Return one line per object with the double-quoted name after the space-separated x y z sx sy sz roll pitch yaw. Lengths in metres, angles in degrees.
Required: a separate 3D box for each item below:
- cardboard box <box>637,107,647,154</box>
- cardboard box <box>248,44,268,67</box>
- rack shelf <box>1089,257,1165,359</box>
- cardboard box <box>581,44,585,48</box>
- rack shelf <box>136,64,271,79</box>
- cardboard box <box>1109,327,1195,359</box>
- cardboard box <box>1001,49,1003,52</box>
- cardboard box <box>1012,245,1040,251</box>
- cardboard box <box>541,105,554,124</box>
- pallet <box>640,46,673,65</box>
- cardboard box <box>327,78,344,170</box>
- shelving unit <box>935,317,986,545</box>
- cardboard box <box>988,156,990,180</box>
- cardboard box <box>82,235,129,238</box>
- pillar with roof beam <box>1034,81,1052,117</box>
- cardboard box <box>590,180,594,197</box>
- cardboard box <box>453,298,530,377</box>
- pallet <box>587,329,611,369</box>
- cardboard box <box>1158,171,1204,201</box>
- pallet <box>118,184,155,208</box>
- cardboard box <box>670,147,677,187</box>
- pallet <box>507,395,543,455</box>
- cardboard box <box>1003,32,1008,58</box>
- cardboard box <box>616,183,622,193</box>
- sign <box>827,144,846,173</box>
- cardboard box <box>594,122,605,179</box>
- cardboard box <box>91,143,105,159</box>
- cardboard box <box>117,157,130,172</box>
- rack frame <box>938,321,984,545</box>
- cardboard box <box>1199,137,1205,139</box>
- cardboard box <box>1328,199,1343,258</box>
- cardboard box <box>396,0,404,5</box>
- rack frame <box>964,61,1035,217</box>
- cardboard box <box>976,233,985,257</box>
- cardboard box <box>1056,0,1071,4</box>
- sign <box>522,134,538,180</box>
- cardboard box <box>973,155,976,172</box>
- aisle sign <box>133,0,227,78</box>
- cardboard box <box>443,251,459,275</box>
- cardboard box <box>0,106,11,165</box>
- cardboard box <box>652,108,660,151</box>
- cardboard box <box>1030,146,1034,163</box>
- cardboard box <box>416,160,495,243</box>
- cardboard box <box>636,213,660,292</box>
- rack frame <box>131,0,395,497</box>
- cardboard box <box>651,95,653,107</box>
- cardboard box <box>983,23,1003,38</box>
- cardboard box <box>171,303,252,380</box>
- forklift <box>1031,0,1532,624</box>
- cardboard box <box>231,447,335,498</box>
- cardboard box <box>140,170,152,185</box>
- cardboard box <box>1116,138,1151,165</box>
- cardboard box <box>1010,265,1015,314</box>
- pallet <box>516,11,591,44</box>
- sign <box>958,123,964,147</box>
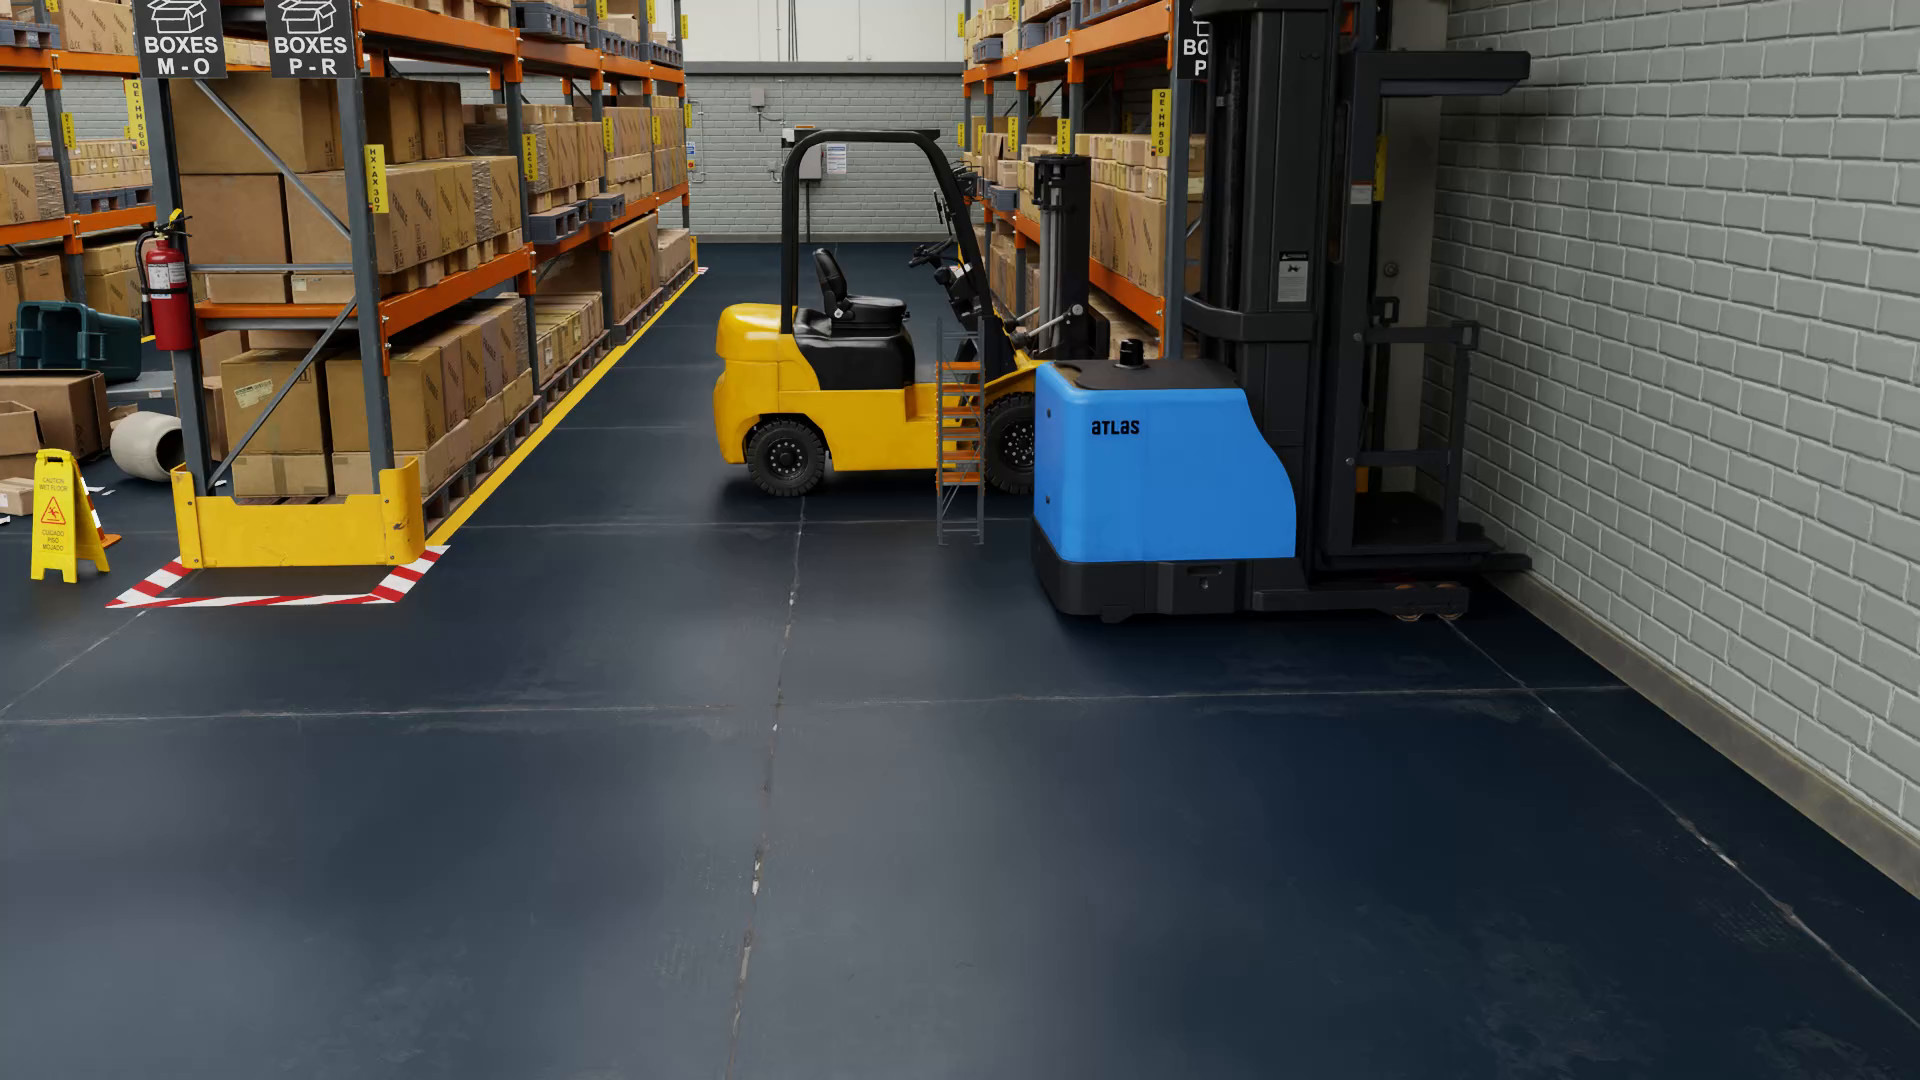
-3.828 -4.621 18.760 0.500 0.500 0.500 -1 14 -2 "cardboard box"
-8.898 -5.976 20.515 0.500 0.250 0.500 0 14 -1 "cardboard box"
1.428 -1.567 10.539 1.077 0.370 4.000 -1 14 -3 "rack shelf"
-3.668 -4.585 15.313 0.380 0.149 0.250 -1 14 -3 "cardboard box"
-9.203 -5.824 21.068 1.077 0.370 4.000 -1 14 -3 "rack shelf"
1.134 -1.135 10.088 0.500 0.250 0.500 -1 14 -3 "cardboard box"
0.529 -6.042 20.174 0.500 0.250 0.500 -1 14 -3 "cardboard box"
0.766 -3.095 17.907 0.380 0.149 0.250 -1 14 -4 "cardboard box"
-3.496 -3.436 13.418 0.380 0.149 0.250 0 14 0 "cardboard box"
-4.258 -6.240 21.419 1.003 0.211 1.213 -1 14 -3 "pallet"
-3.675 -2.266 9.011 0.700 0.500 0.500 -1 14 -3 "cardboard box"
0.001 -0.577 8.863 0.258 1.200 0.189 -1 14 -3 "shelving unit"
0.512 -4.189 18.714 0.396 0.266 0.258 0 14 -1 "cardboard box"
-9.235 -3.132 17.847 0.500 0.250 0.500 0 14 -1 "cardboard box"
-3.003 -8.920 25.636 9.100 9.000 0.400 -1 14 -3 "pillar with roof beam"
-3.485 -3.143 14.884 0.380 0.149 0.250 -2 15 -6 "cardboard box"
-3.345 -1.427 11.722 0.500 0.500 0.500 -1 14 -4 "cardboard box"
-3.850 -1.785 15.539 1.003 0.211 1.213 -1 14 -3 "pallet"
1.251 -1.862 8.741 0.380 0.149 0.250 -1 14 -3 "cardboard box"
-8.995 -3.627 17.487 1.003 0.211 1.213 -1 14 -3 "pallet"
-3.996 -4.871 21.736 0.500 0.500 0.500 0 14 -2 "cardboard box"
-3.573 -0.818 11.781 1.003 0.211 1.213 -1 14 -3 "pallet"
0.719 -5.160 17.345 0.500 0.250 0.500 -1 14 -3 "cardboard box"
-3.726 -3.510 16.949 0.500 0.250 0.500 -1 14 -5 "cardboard box"
-2.180 -6.730 29.356 0.329 0.494 0.001 -1 14 -3 "sign"
-3.592 -3.617 15.423 0.500 0.500 0.500 -1 14 -5 "cardboard box"
-8.697 -3.844 16.413 0.380 0.149 0.250 -1 14 -4 "cardboard box"
-8.730 -3.836 16.978 0.380 0.149 0.250 -1 14 -3 "cardboard box"
0.007 -0.555 8.774 0.240 1.200 0.006 -1 14 -3 "rack frame"
1.677 -2.396 10.220 0.380 0.149 0.250 -1 14 -3 "cardboard box"
1.799 -1.593 8.999 0.500 0.500 0.500 0 14 -2 "cardboard box"
-3.226 -2.950 8.957 0.380 0.149 0.250 -1 14 -4 "cardboard box"
0.561 -5.397 23.981 1.000 3.000 0.127 -1 14 -3 "rack frame"
0.583 -3.765 21.812 0.700 0.500 0.500 -1 14 -6 "cardboard box"
1.016 -4.250 12.640 0.500 0.311 0.500 -1 14 -5 "cardboard box"
-3.108 -2.764 12.013 0.100 0.325 0.005 -1 14 -3 "sign"
0.439 -4.973 22.038 0.500 0.250 0.500 -1 14 -5 "cardboard box"
-3.687 -2.579 7.813 0.394 0.787 0.004 -1 14 -3 "aisle sign"
-3.264 -1.694 10.096 0.380 0.149 0.250 -1 14 -5 "cardboard box"
-8.781 -3.523 14.492 0.700 0.500 0.500 -1 14 -4 "cardboard box"
-3.933 -4.979 20.151 0.500 0.500 0.500 -1 14 -3 "cardboard box"
0.842 -3.556 15.325 0.380 0.149 0.250 0 14 -2 "cardboard box"
-3.298 -2.164 10.618 0.500 0.500 0.500 0 14 -2 "cardboard box"
-4.027 -3.346 19.432 0.875 0.875 0.875 0 14 -2 "cardboard box"
-3.402 -1.340 8.214 1.000 3.000 0.127 -1 14 -3 "rack frame"
-3.938 -5.317 20.163 0.380 0.149 0.250 -1 14 -3 "cardboard box"
0.456 -5.714 18.654 0.380 0.149 0.250 -1 14 -3 "cardboard box"
-5.424 -1.456 12.162 0.500 0.500 0.500 -1 14 -3 "cardboard box"
1.905 -1.178 7.722 3.031 2.935 1.130 -1 14 -6 "forklift"
-3.722 -0.415 9.293 0.500 0.250 0.500 -1 14 -4 "cardboard box"
-8.757 -3.819 17.509 0.380 0.149 0.250 -1 14 -5 "cardboard box"
1.141 -2.326 9.947 0.380 0.149 0.250 -1 14 -2 "cardboard box"
0.795 -2.626 17.388 0.500 0.500 0.500 -1 14 -4 "cardboard box"
-3.649 -4.110 13.336 1.213 0.211 1.003 -1 14 -3 "pallet"
0.019 -5.808 23.841 0.100 0.325 0.005 -1 14 -3 "sign"
